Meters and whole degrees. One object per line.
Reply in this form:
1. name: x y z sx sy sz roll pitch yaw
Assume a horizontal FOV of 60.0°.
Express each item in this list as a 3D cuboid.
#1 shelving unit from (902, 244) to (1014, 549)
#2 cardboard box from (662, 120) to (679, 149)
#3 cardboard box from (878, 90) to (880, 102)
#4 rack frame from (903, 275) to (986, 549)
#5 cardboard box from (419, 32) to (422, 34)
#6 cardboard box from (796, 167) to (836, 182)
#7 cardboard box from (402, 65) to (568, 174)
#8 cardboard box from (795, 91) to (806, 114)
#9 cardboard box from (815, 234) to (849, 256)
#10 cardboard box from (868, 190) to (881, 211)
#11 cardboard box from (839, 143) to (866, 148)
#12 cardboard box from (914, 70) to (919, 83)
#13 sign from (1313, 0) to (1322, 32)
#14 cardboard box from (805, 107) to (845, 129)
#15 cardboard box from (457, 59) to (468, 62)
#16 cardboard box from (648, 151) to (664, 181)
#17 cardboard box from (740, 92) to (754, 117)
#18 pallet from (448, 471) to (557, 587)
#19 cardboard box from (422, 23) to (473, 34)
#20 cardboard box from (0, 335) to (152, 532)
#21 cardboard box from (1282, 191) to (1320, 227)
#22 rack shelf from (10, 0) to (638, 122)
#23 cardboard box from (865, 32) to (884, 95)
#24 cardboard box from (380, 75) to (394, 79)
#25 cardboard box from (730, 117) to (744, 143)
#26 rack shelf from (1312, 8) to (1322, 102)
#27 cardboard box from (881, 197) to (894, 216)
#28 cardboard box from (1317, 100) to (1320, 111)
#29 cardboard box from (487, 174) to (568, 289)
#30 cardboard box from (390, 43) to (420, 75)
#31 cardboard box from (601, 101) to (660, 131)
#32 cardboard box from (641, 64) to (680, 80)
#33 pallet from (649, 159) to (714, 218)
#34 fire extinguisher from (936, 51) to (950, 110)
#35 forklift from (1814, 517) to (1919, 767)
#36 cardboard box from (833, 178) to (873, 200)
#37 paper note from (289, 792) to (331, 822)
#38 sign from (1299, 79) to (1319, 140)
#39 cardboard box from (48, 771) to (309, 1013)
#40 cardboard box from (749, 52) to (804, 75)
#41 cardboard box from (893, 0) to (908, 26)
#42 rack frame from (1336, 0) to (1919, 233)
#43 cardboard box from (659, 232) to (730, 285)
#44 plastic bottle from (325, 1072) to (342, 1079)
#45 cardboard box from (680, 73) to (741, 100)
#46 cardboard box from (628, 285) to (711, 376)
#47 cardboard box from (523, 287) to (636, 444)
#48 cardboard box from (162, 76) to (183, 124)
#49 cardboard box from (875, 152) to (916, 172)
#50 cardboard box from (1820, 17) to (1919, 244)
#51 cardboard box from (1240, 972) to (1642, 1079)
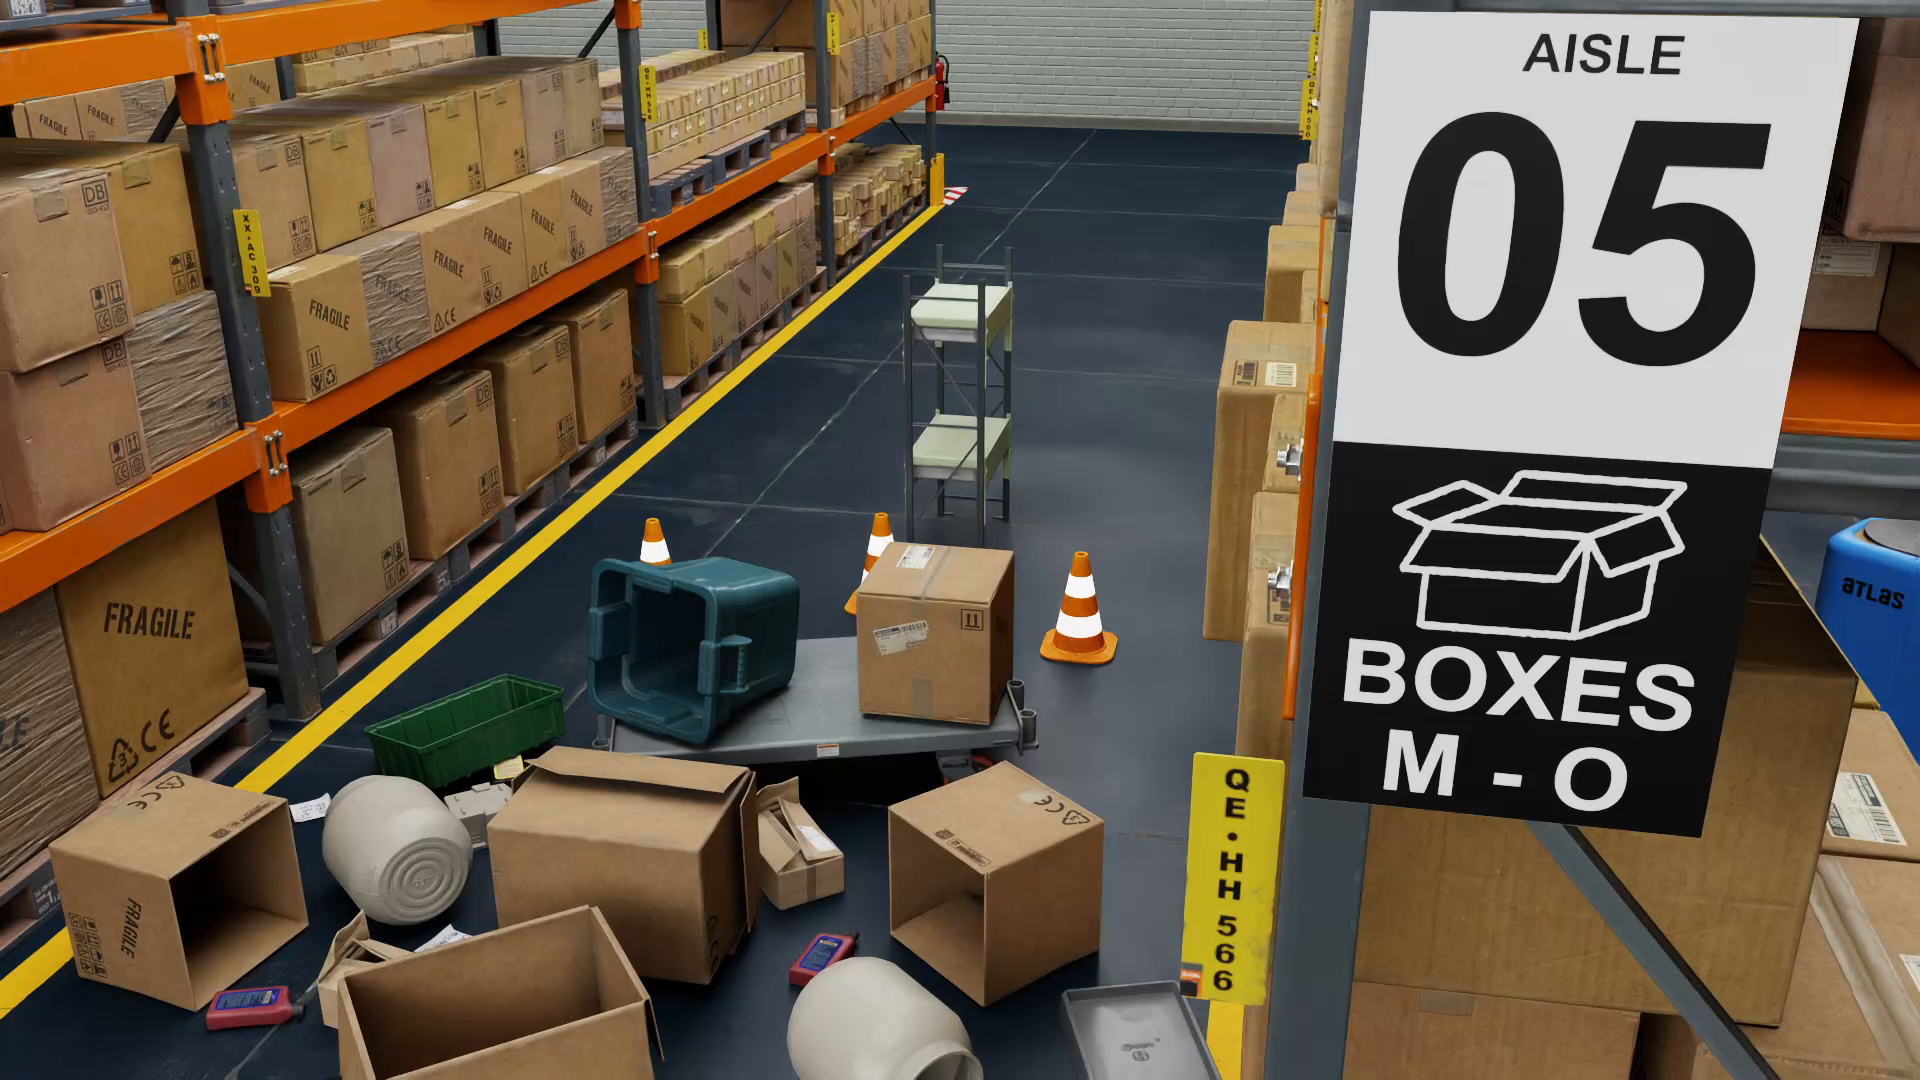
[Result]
1. shelving unit: -0.001 -0.693 8.567 0.431 1.500 0.755 4 22 11
2. cardboard box: -2.038 -2.619 10.718 0.380 0.149 0.250 6 23 13
3. cardboard box: -0.962 -4.154 15.489 0.380 0.149 0.250 5 23 13
4. rack frame: -0.076 -0.559 8.235 0.400 1.500 0.023 4 22 11
5. cardboard box: -5.951 -5.396 18.040 0.500 0.250 0.500 4 22 9
6. cardboard box: -1.400 -3.469 15.908 0.380 0.149 0.250 5 22 11
7. cardboard box: -2.590 -2.304 9.087 0.700 0.500 0.500 4 22 10
8. cardboard box: -1.457 -3.523 13.360 0.380 0.149 0.250 4 22 10
9. cardboard box: -1.181 -2.586 14.514 0.380 0.149 0.250 3 22 9
10. cardboard box: -0.954 -3.200 15.639 0.380 0.149 0.250 4 22 11
11. cardboard box: -1.194 -4.051 17.353 0.380 0.149 0.250 3 22 8
12. cardboard box: -0.631 -4.723 16.901 0.380 0.149 0.250 4 22 11
13. sign: 3.570 -5.210 16.511 0.100 0.325 0.005 4 22 11
14. cardboard box: -1.192 -3.567 14.032 0.380 0.149 0.250 5 23 13
15. cardboard box: -5.443 -5.024 17.648 0.380 0.149 0.250 5 22 11
16. cardboard box: -2.098 -2.369 10.494 0.380 0.149 0.250 4 22 10
17. cardboard box: -1.724 -3.178 12.106 0.380 0.149 0.250 5 22 11
18. pallet: -2.872 -0.121 8.872 1.003 0.211 1.213 4 22 11
19. cardboard box: -5.431 -5.701 17.793 0.500 0.500 0.500 5 22 12
20. cardboard box: -3.356 -0.410 5.656 0.875 0.550 0.550 4 22 11
21. cardboard box: 1.236 -0.658 4.601 0.700 0.500 0.500 5 22 11
22. rack shelf: -2.795 -2.468 7.915 1.077 0.370 4.000 4 22 11
23. cardboard box: -0.991 -4.314 15.019 0.500 0.500 0.500 4 22 10
24. cardboard box: -5.755 -4.460 16.250 0.380 0.149 0.250 5 22 12
25. cardboard box: -1.775 -2.949 11.934 0.380 0.149 0.250 4 22 9
26. rack shelf: 2.072 -2.128 7.070 1.077 0.370 4.000 4 22 11
27. cardboard box: -0.853 -3.252 16.168 0.380 0.149 0.250 5 22 12
28. cardboard box: 1.011 -1.054 3.776 0.380 0.149 0.250 4 22 10
29. cardboard box: -2.421 -1.638 8.772 0.500 0.500 0.500 4 22 10
30. cardboard box: -5.738 -4.792 16.538 0.500 0.250 0.500 4 22 11
31. cardboard box: -2.102 -2.652 10.402 0.380 0.149 0.250 4 22 11
32. cardboard box: -2.312 -3.469 12.431 0.380 0.149 0.250 4 22 10
33. pallet: -2.345 -2.322 10.860 1.213 0.211 1.003 4 22 11
34. fire extinguisher: -0.251 -4.916 17.647 0.296 0.674 0.183 4 22 11
35. forklift: 4.462 -0.068 5.098 1.130 2.935 3.031 -17 28 -36
36. cardboard box: -1.017 -3.240 15.341 0.380 0.149 0.250 5 22 12
37. paper note: -2.453 1.013 6.298 0.147 0.020 0.142 -11 25 -26
38. sign: 1.936 -2.380 9.198 0.100 0.325 0.005 4 22 11
39. cardboard box: -2.515 1.125 5.388 0.500 0.500 0.500 8 23 20
40. cardboard box: -1.461 -3.798 13.246 0.380 0.149 0.250 5 23 13
41. cardboard box: -0.805 -5.154 15.764 0.500 0.500 0.500 6 23 14
42. rack frame: 0.848 -1.659 0.927 1.000 3.000 0.127 4 22 11
43. cardboard box: -1.905 -1.944 11.447 0.500 0.250 0.500 4 22 10
44. plastic bottle: -1.822 1.618 4.755 0.133 0.061 0.283 -3 22 -8
45. cardboard box: -1.781 -3.222 11.817 0.380 0.149 0.250 4 22 10
46. cardboard box: -1.992 -1.417 11.140 0.500 0.500 0.500 4 22 9
47. cardboard box: -2.599 -1.078 9.963 1.050 0.750 0.750 4 22 10
48. cardboard box: -6.441 -3.503 13.401 0.500 0.500 0.500 4 22 10
49. cardboard box: -0.650 -3.811 16.760 0.380 0.149 0.250 4 22 10
50. cardboard box: 1.211 -0.499 1.866 0.500 0.250 0.500 4 22 10
51. cardboard box: 0.689 0.720 2.518 0.500 0.500 0.500 4 22 10
